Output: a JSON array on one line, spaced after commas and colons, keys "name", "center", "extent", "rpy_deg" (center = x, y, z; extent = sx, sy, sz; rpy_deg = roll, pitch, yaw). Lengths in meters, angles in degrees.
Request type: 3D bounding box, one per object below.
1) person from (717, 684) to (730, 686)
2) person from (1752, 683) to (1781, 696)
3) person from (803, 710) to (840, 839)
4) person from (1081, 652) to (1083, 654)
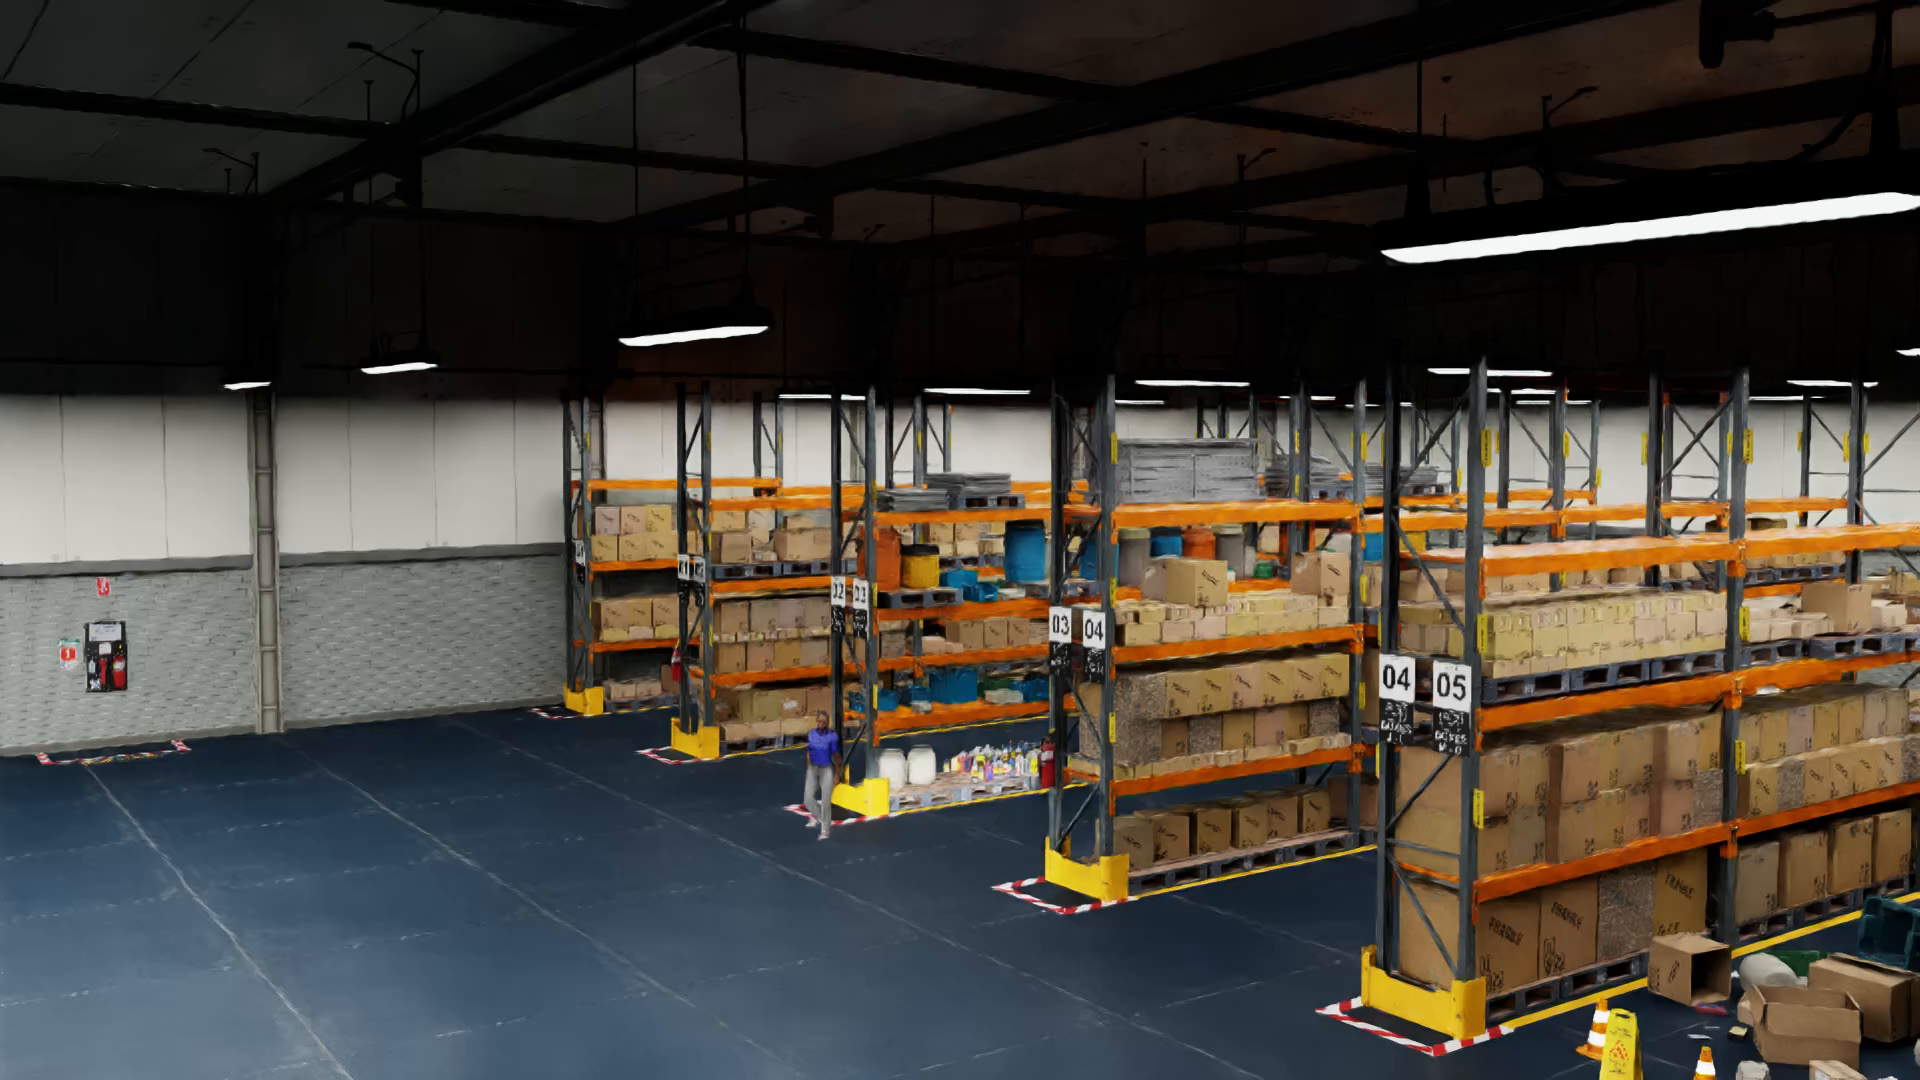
[{"name": "person", "center": [-4.263, 2.376, 29.893], "extent": [0.704, 1.711, 0.835], "rpy_deg": [3, 5, 37]}, {"name": "person", "center": [11.629, 2.729, 24.005], "extent": [0.616, 1.771, 0.535], "rpy_deg": [0, 4, -8]}, {"name": "person", "center": [-1.760, 2.976, 21.315], "extent": [0.526, 1.651, 0.510], "rpy_deg": [1, 4, 18]}, {"name": "person", "center": [2.791, 2.094, 34.756], "extent": [1.040, 1.669, 0.554], "rpy_deg": [-3, 5, -36]}]
